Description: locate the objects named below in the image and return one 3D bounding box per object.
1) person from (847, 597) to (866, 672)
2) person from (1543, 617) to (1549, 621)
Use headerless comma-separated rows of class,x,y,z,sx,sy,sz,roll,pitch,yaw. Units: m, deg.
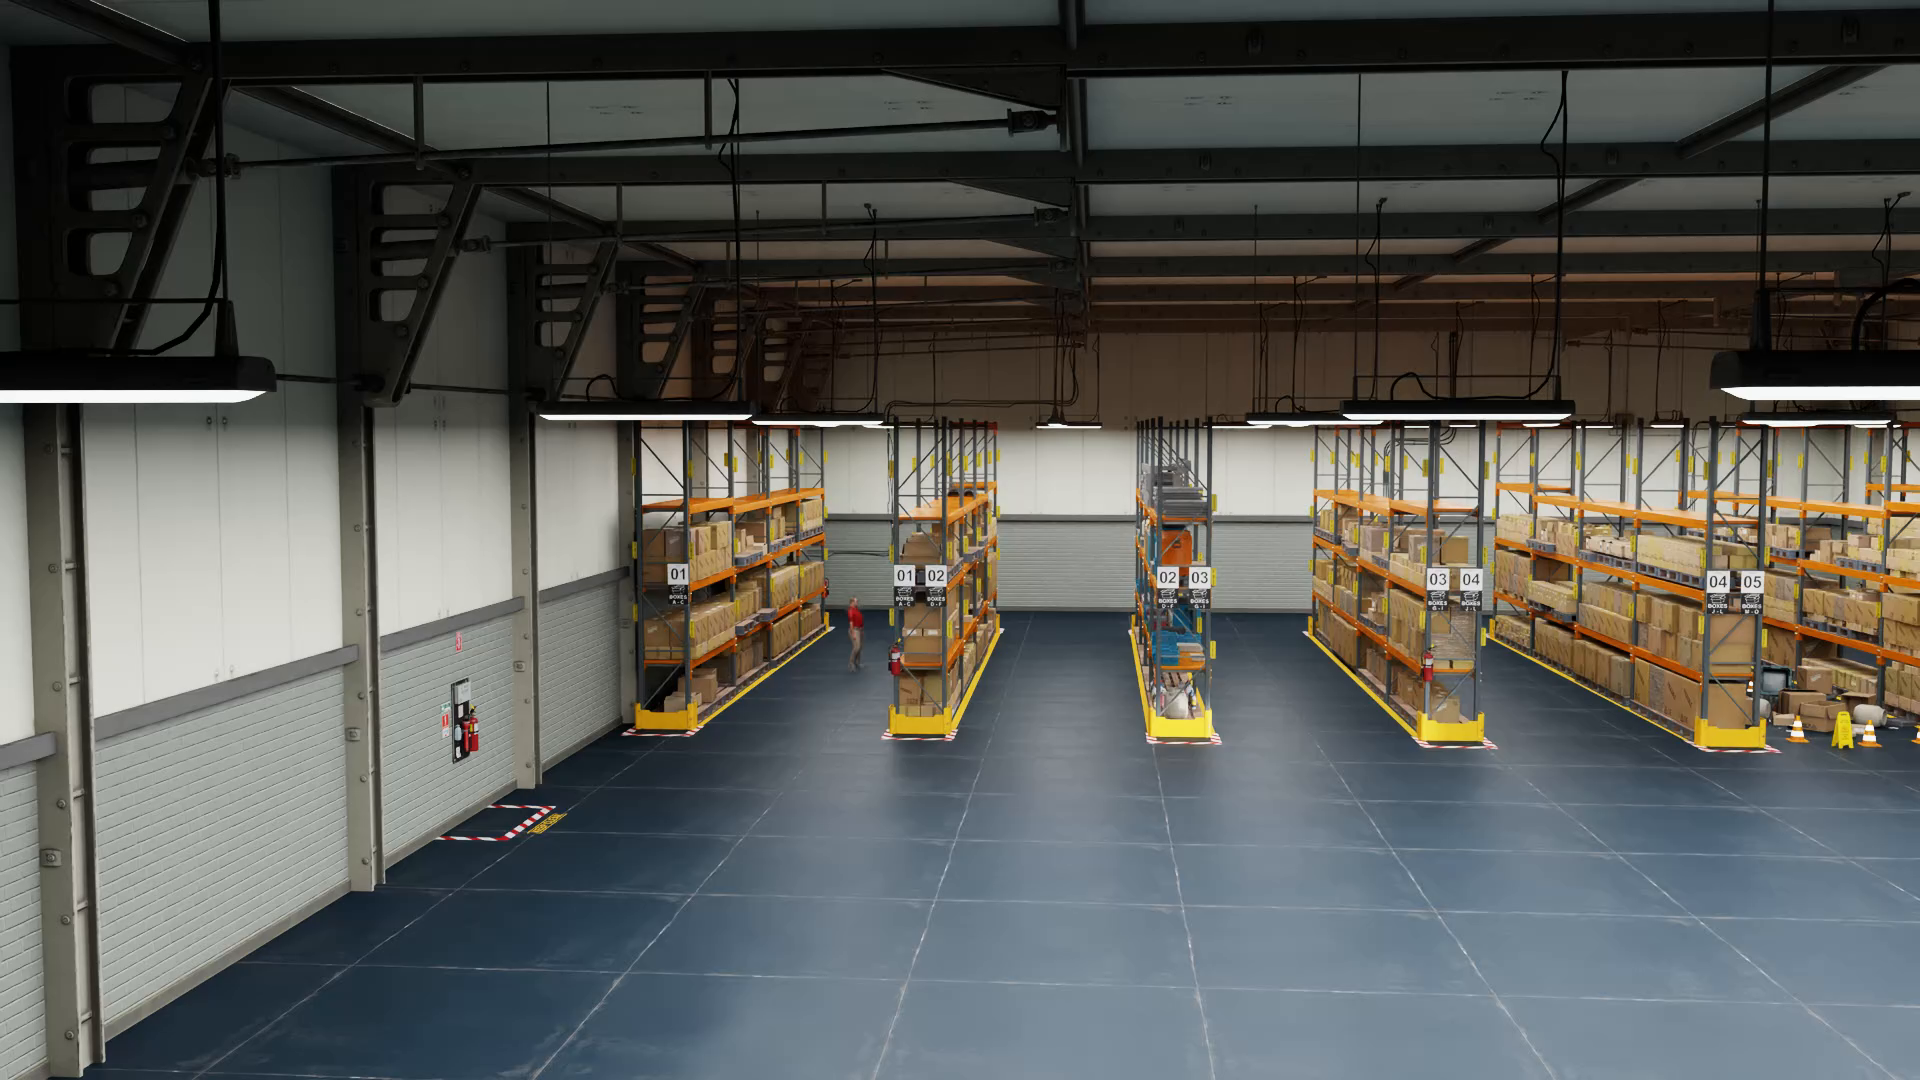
person,-2.463,2.265,39.814,0.415,1.799,0.579,1,4,19
person,16.624,1.833,46.864,1.013,1.593,0.550,3,5,37
